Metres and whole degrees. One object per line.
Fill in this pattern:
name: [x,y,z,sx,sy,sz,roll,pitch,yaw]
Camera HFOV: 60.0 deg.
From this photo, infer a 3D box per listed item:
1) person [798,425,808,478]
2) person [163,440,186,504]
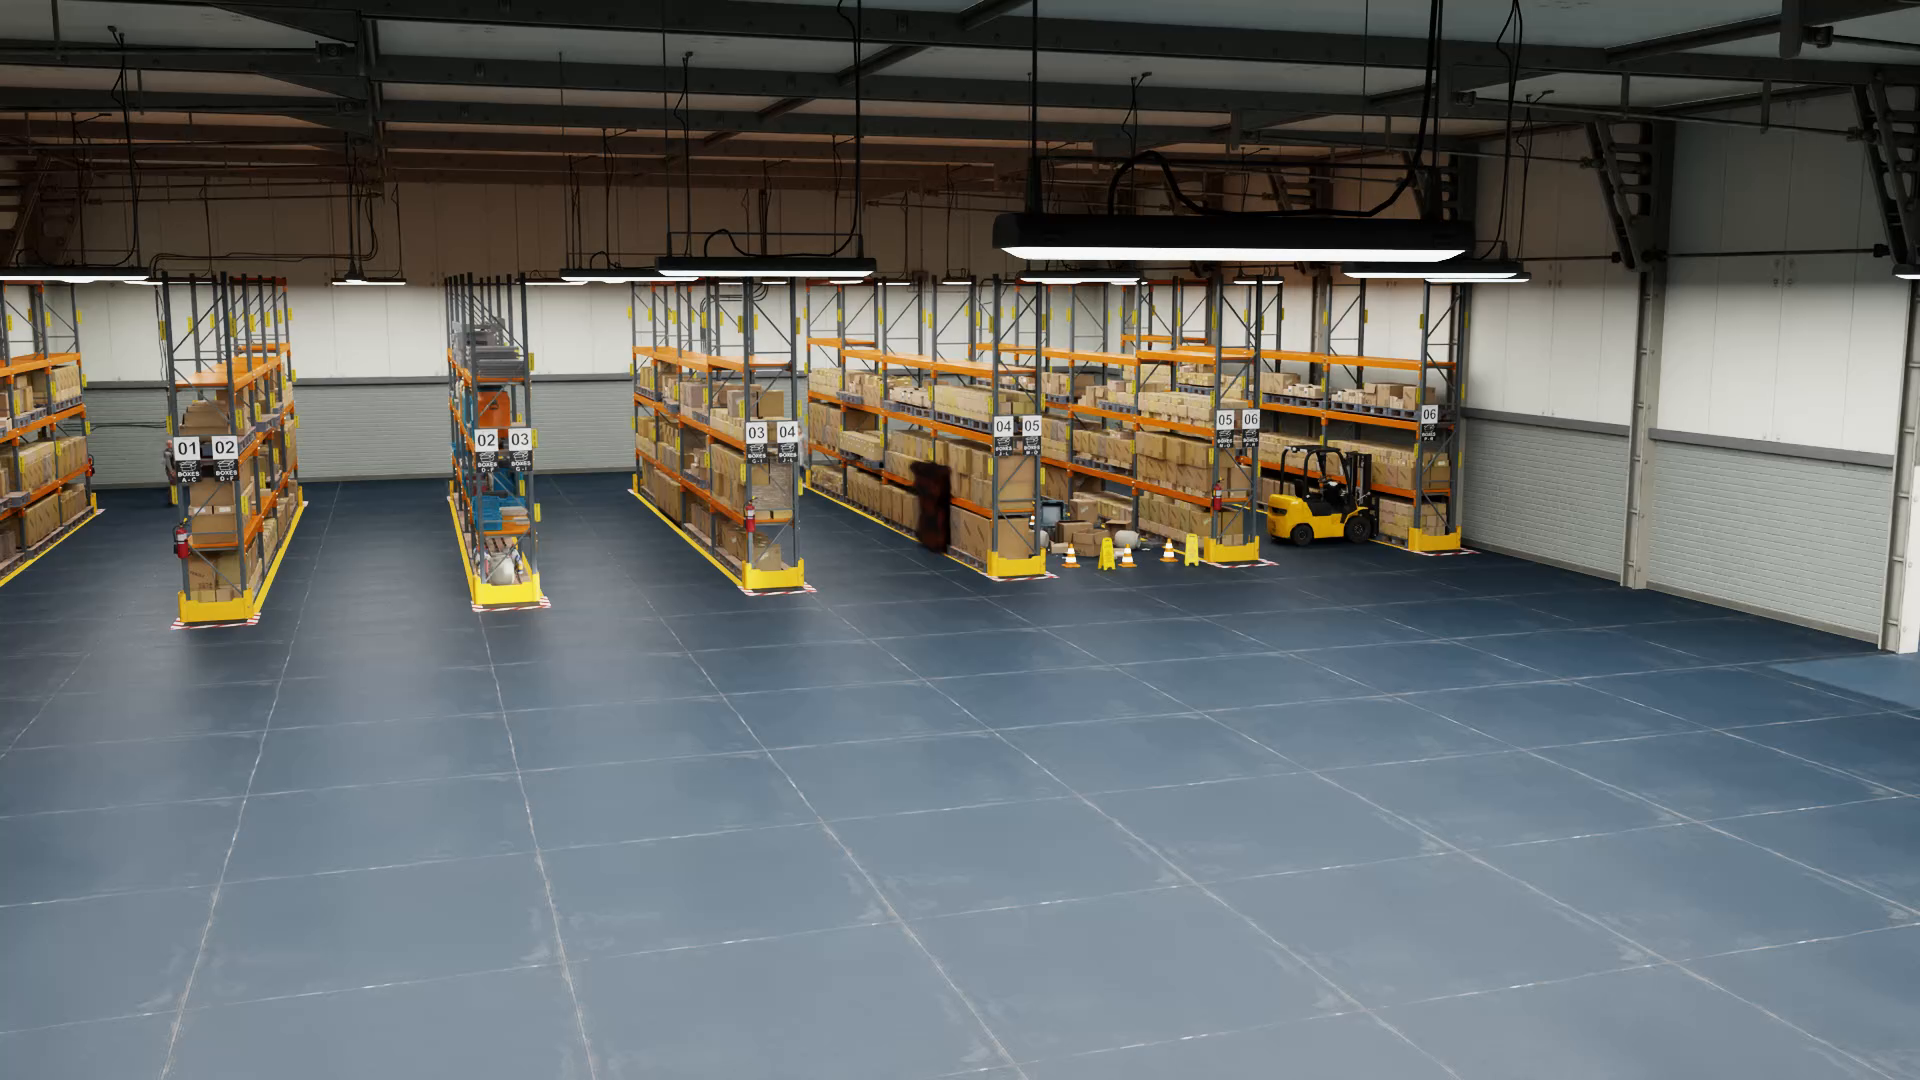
person: [-4.776,-2.607,49.664,0.445,1.660,0.636,6,10,33]
person: [-20.880,-1.804,44.206,0.462,1.721,0.553,-2,9,-11]
